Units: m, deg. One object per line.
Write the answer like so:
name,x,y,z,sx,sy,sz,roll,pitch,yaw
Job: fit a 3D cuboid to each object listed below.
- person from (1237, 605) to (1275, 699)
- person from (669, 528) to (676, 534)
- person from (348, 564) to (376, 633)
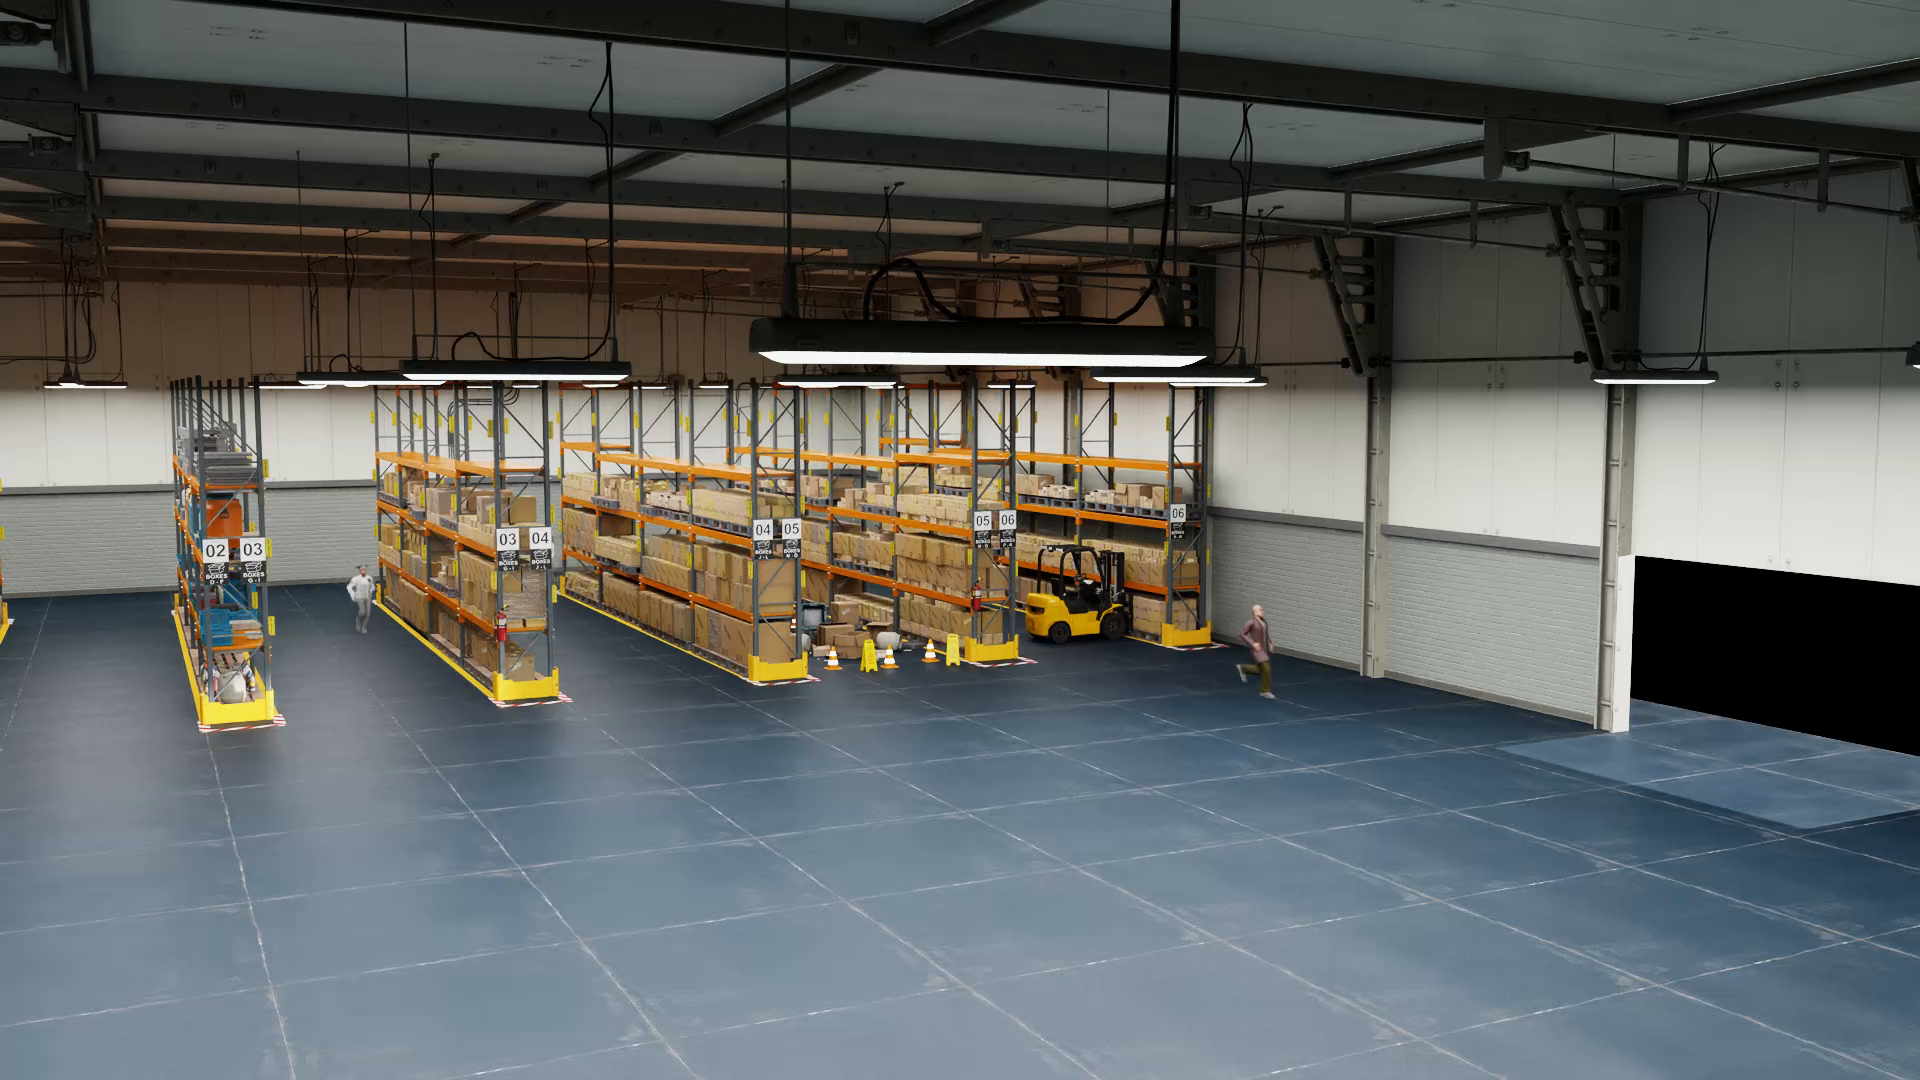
person,5.598,2.091,31.417,0.912,1.740,0.707,4,7,40
person,-8.585,0.425,50.185,0.970,1.652,0.535,-4,6,-36
person,-14.099,1.395,39.344,0.599,1.651,0.562,-4,7,-39
